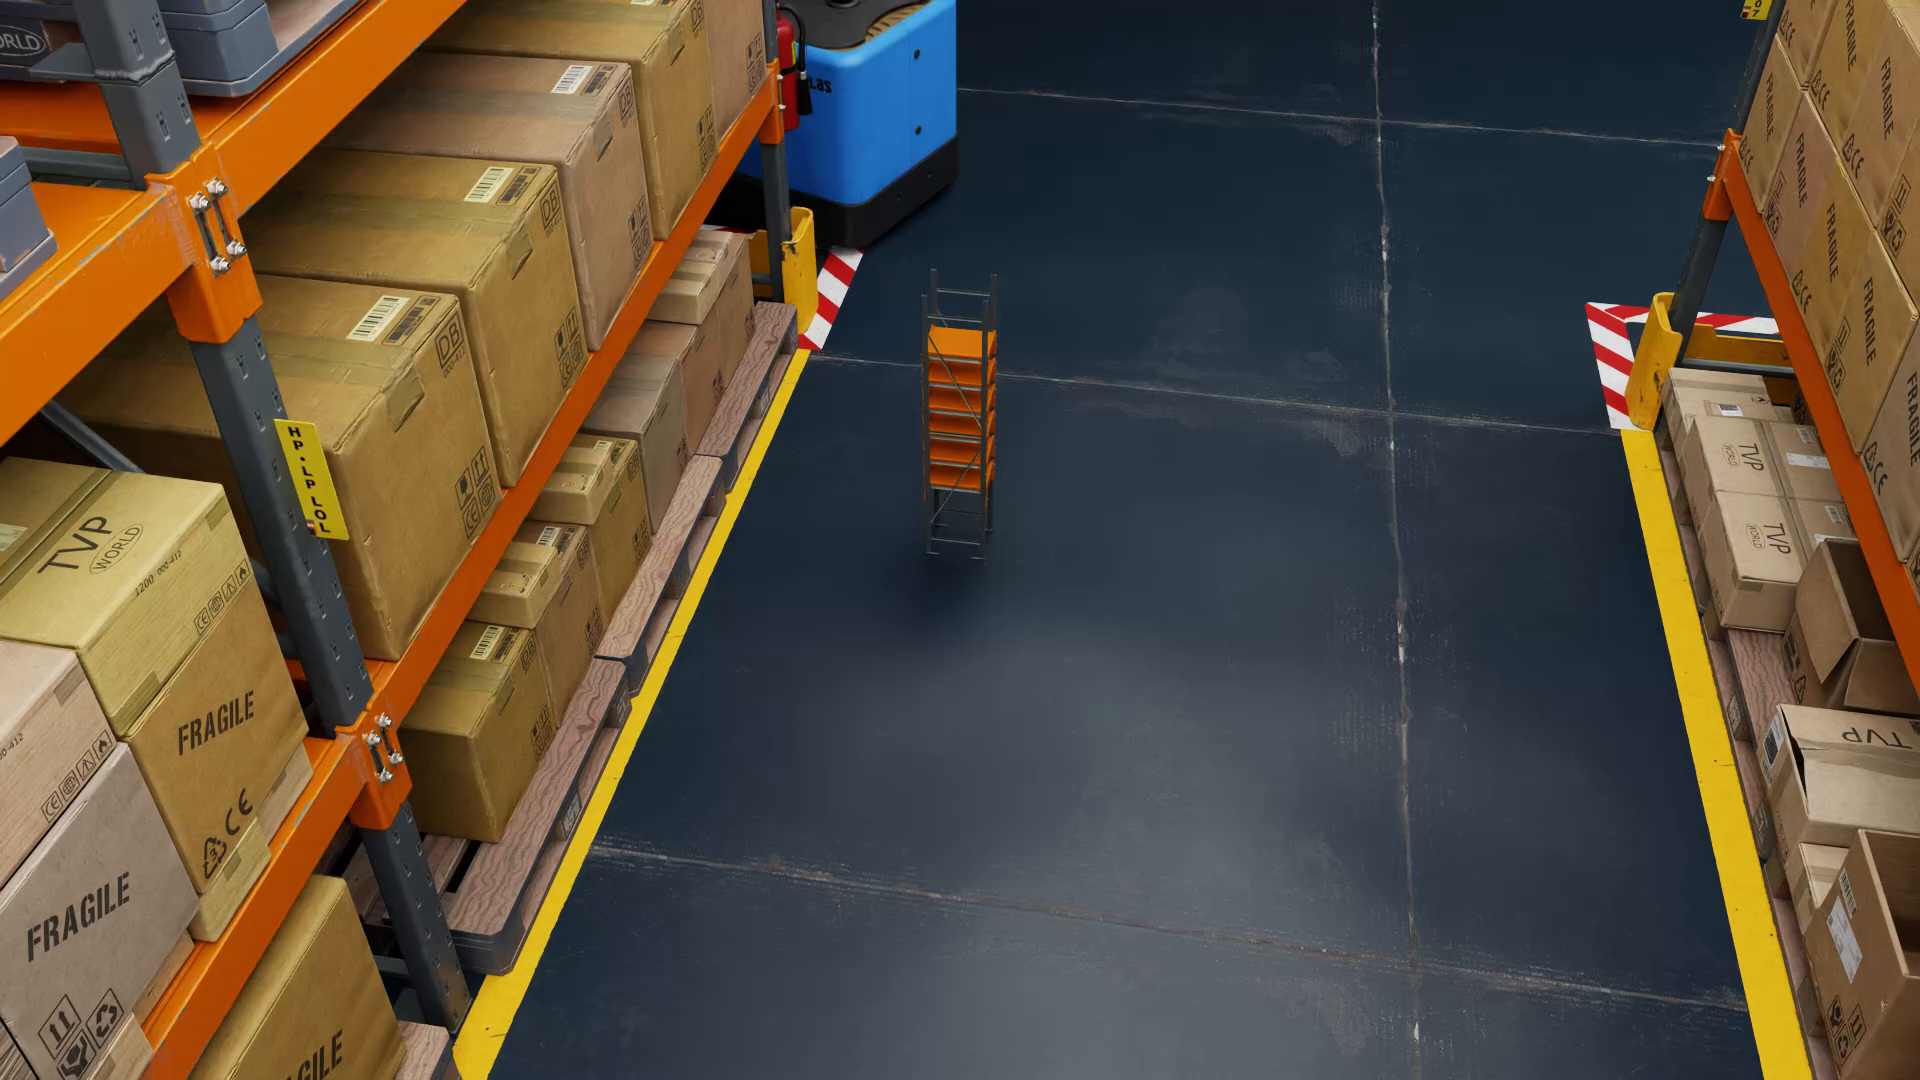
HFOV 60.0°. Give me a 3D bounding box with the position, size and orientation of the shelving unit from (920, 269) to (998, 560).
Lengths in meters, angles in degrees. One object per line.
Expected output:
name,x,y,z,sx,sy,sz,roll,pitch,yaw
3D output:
shelving unit,-0.002,-0.453,6.357,0.258,1.200,0.189,6,40,8

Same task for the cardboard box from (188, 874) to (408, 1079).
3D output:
cardboard box,-1.968,1.319,4.158,0.750,0.750,0.750,7,40,8

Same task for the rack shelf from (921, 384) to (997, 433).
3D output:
rack shelf,-0.002,-0.512,6.309,0.258,0.103,0.180,6,40,8

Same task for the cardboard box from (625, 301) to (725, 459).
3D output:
cardboard box,-1.400,-0.714,6.892,0.700,0.500,0.500,6,40,8

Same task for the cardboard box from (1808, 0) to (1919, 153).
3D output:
cardboard box,3.169,-1.582,5.446,0.500,0.500,0.500,7,40,8

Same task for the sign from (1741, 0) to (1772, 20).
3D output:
sign,3.054,-2.130,6.292,0.100,0.325,0.005,6,40,8

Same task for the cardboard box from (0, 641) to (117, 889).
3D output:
cardboard box,-1.910,0.422,2.970,0.500,0.250,0.500,7,40,9

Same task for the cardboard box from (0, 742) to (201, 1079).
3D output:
cardboard box,-1.893,0.708,3.212,0.500,0.500,0.500,7,40,8

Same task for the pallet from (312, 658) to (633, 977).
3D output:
pallet,-1.775,0.836,5.573,1.003,0.211,1.213,6,40,8

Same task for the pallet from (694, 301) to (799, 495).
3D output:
pallet,-1.352,-0.695,7.425,1.003,0.211,1.213,6,40,8

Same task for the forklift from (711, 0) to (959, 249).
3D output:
forklift,-1.531,-3.311,8.455,3.031,2.935,1.130,21,44,24

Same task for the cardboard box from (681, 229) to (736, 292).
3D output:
cardboard box,-1.156,-1.177,6.943,0.380,0.149,0.250,6,40,7

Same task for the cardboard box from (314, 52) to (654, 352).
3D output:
cardboard box,-1.625,-1.139,5.538,0.980,0.700,0.700,5,40,6

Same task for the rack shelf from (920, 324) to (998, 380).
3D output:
rack shelf,-0.002,-0.697,6.156,0.258,0.103,0.180,6,40,8

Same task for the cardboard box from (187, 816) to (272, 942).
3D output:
cardboard box,-1.783,0.724,3.702,0.380,0.149,0.250,7,40,8

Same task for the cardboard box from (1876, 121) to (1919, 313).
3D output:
cardboard box,2.991,-0.949,4.681,0.500,0.500,0.500,6,40,7

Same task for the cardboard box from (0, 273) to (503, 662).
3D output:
cardboard box,-1.873,-0.224,4.431,0.980,0.700,0.700,7,40,8

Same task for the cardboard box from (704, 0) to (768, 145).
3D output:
cardboard box,-1.369,-2.074,6.670,0.980,0.700,0.700,8,40,10

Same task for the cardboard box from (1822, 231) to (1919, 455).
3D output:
cardboard box,2.990,-0.573,5.010,0.500,0.500,0.500,7,40,8

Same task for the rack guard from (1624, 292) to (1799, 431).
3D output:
rack guard,3.575,-0.725,7.235,1.175,0.500,0.348,6,40,8

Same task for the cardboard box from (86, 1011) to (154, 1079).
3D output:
cardboard box,-1.860,1.054,3.303,0.380,0.149,0.250,6,40,8

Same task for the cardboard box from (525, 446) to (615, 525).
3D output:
cardboard box,-1.424,-0.199,5.759,0.380,0.149,0.250,5,40,6

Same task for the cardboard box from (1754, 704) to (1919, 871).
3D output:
cardboard box,2.845,0.781,5.216,0.500,0.311,0.500,6,40,8

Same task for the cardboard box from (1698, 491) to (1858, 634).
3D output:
cardboard box,3.042,0.092,6.098,0.500,0.250,0.500,6,40,8

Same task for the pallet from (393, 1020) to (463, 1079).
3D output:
pallet,-2.043,1.798,4.410,1.003,0.211,1.213,6,40,8

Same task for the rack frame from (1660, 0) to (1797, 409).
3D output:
rack frame,3.589,-1.736,6.496,1.000,3.000,0.127,6,40,8

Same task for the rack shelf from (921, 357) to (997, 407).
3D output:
rack shelf,-0.002,-0.604,6.232,0.258,0.103,0.180,6,40,8

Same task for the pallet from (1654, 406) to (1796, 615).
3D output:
pallet,3.438,-0.113,6.721,1.003,0.211,1.213,6,40,8

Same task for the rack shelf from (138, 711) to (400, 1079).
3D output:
rack shelf,-2.329,1.763,2.828,1.077,0.370,4.000,6,40,8

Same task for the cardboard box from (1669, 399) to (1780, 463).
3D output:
cardboard box,3.134,-0.432,6.797,0.380,0.166,0.250,6,40,8

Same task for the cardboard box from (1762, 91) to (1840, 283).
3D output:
cardboard box,3.168,-1.201,5.770,0.500,0.500,0.500,6,40,7

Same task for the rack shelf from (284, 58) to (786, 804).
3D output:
rack shelf,-1.637,-0.748,5.865,1.077,0.370,4.000,6,40,8

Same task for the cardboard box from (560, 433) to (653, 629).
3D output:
cardboard box,-1.572,-0.063,6.104,0.700,0.500,0.500,7,40,9

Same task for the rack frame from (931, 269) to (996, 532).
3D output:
rack frame,0.013,-0.511,6.426,0.240,1.200,0.006,6,40,8

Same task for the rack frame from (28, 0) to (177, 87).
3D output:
rack frame,-1.983,-2.082,2.206,1.000,3.000,0.127,6,40,8

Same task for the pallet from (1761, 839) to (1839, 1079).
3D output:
pallet,3.016,1.418,4.869,1.003,0.211,1.213,6,40,8

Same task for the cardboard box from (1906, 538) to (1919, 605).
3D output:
cardboard box,2.818,0.070,4.233,0.500,0.500,0.500,7,40,9

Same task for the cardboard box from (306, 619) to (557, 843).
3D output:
cardboard box,-1.753,0.574,5.334,0.700,0.500,0.500,7,40,8

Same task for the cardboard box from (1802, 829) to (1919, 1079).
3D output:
cardboard box,2.716,1.179,4.586,0.500,0.500,0.500,6,40,8
